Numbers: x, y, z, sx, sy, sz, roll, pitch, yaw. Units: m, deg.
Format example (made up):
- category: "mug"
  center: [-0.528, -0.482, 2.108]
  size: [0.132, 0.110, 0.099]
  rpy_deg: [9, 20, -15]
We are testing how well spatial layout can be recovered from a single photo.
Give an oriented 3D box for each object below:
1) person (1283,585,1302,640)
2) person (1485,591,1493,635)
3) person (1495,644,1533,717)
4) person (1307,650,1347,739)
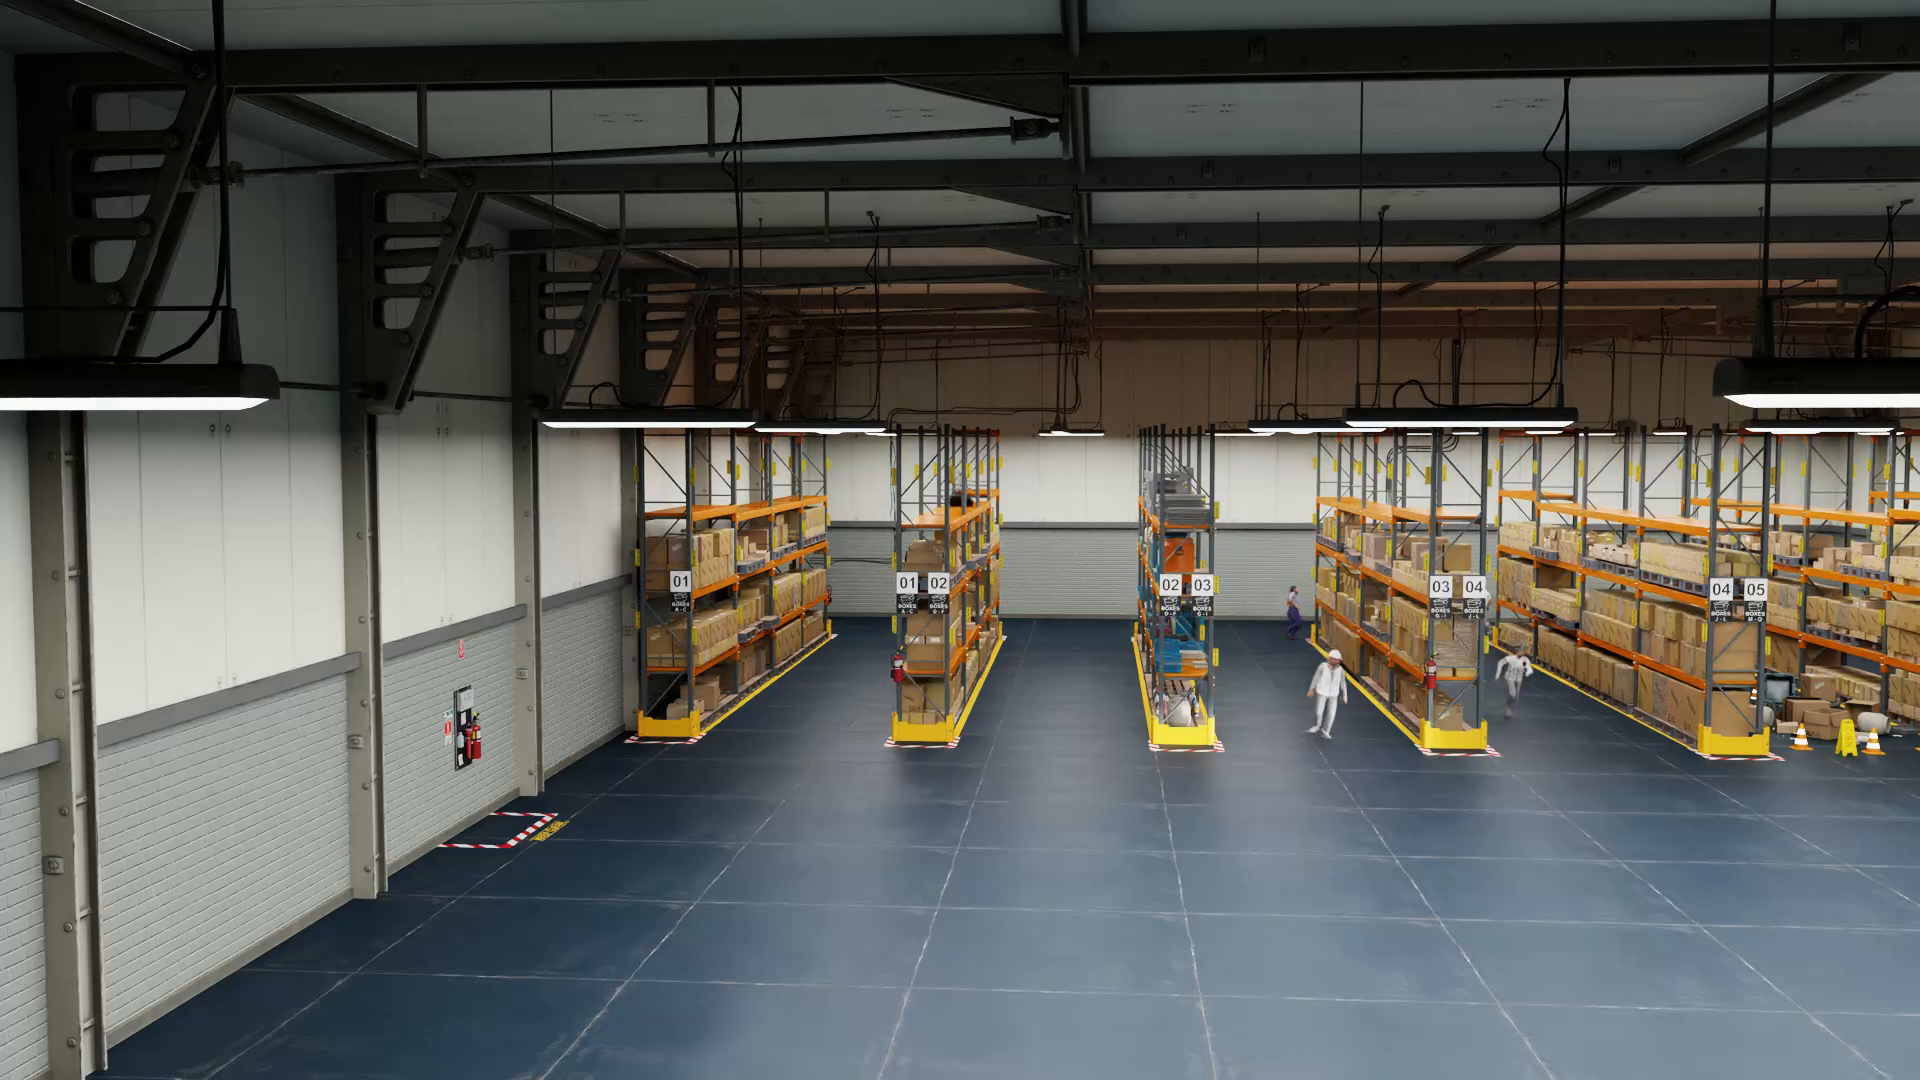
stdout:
- category: "person"
  center: [9.490, 2.076, 47.520]
  size: [0.521, 1.535, 0.761]
  rpy_deg: [1, 4, 9]
- category: "person"
  center: [14.987, 2.026, 47.561]
  size: [0.663, 1.666, 0.607]
  rpy_deg: [-2, 4, -33]
- category: "person"
  center: [11.320, 2.869, 33.920]
  size: [0.603, 1.546, 0.909]
  rpy_deg: [-1, 4, -10]
- category: "person"
  center: [7.006, 2.931, 31.677]
  size: [0.676, 1.728, 0.629]
  rpy_deg: [0, 3, -7]
